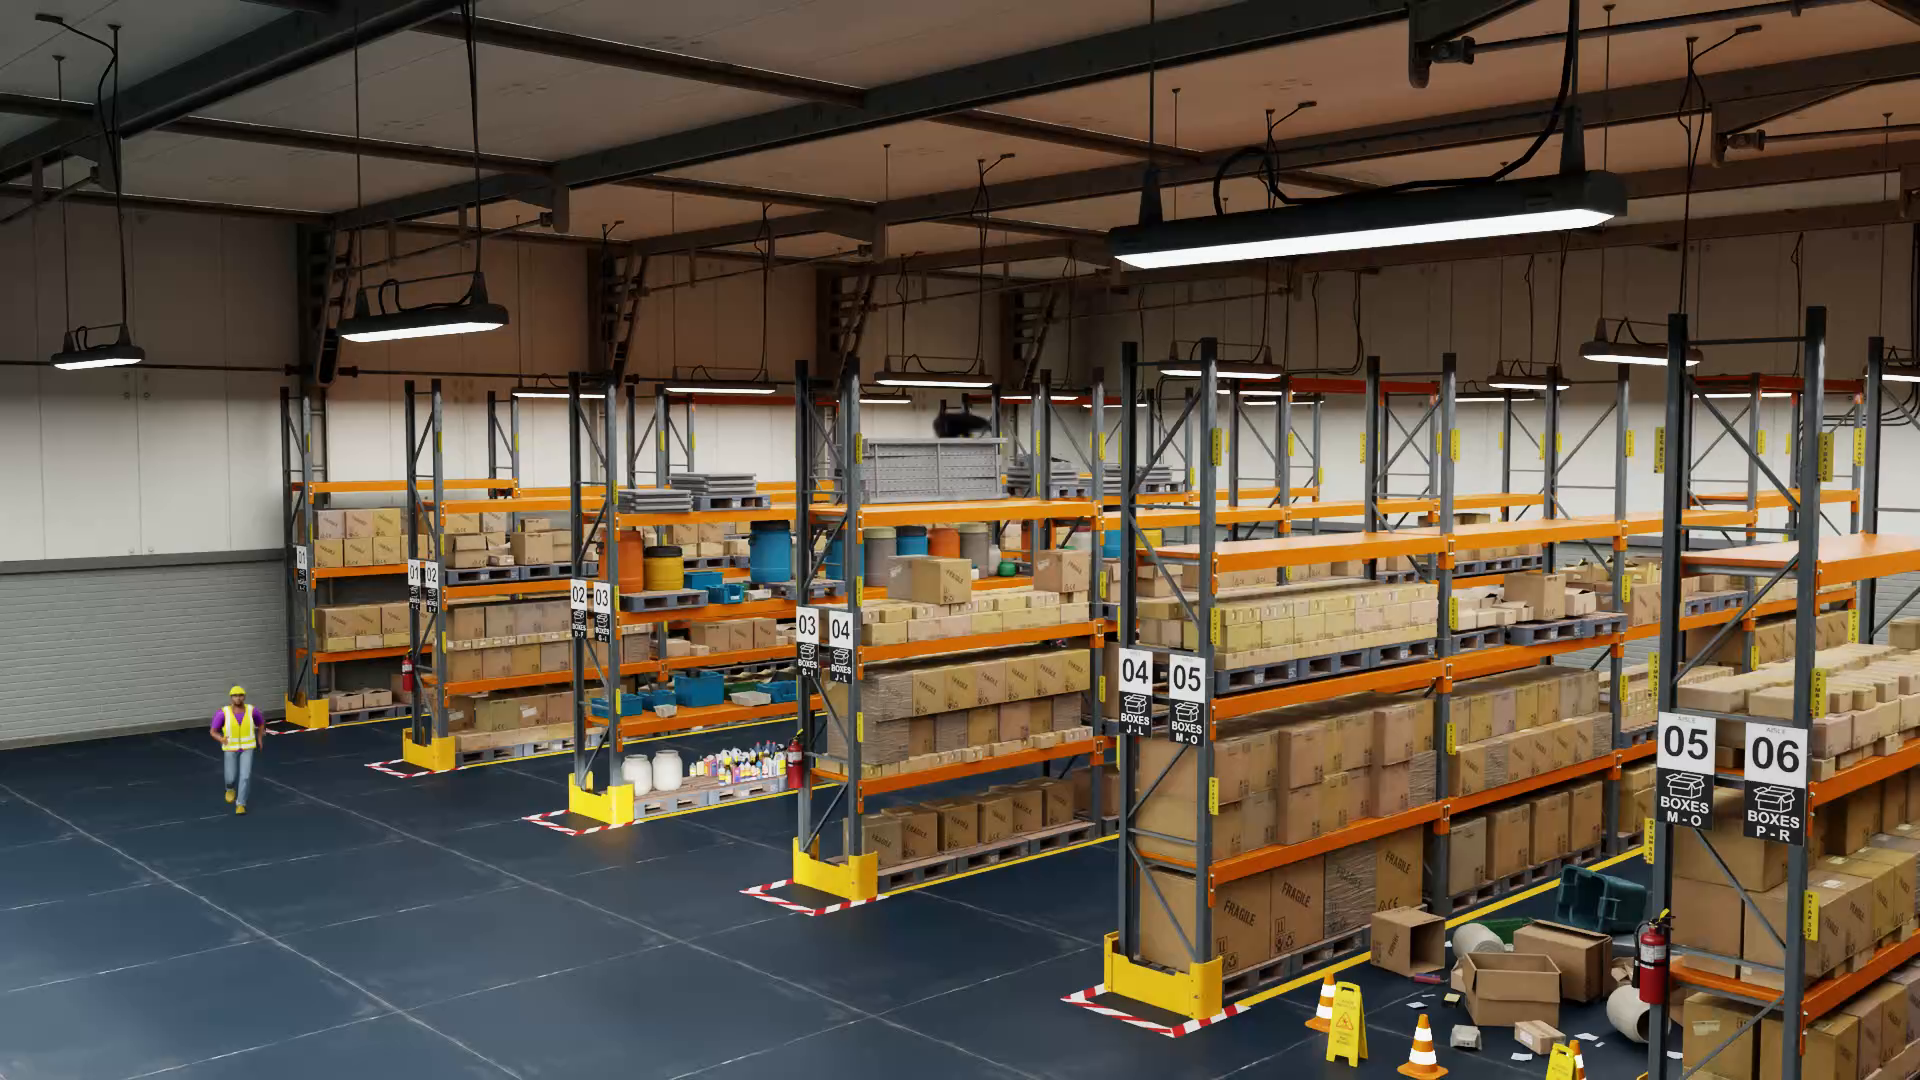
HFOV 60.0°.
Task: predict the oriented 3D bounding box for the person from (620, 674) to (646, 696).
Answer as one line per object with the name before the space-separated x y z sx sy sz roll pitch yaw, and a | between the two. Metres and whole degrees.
person | -6.290 2.292 31.341 0.631 1.778 0.896 2 4 34

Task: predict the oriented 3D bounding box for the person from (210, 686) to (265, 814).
person | -9.857 2.848 22.721 0.699 1.728 0.687 -2 4 -30

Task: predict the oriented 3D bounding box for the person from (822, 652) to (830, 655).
person | -2.637 2.077 34.500 0.670 1.792 0.914 3 4 35
